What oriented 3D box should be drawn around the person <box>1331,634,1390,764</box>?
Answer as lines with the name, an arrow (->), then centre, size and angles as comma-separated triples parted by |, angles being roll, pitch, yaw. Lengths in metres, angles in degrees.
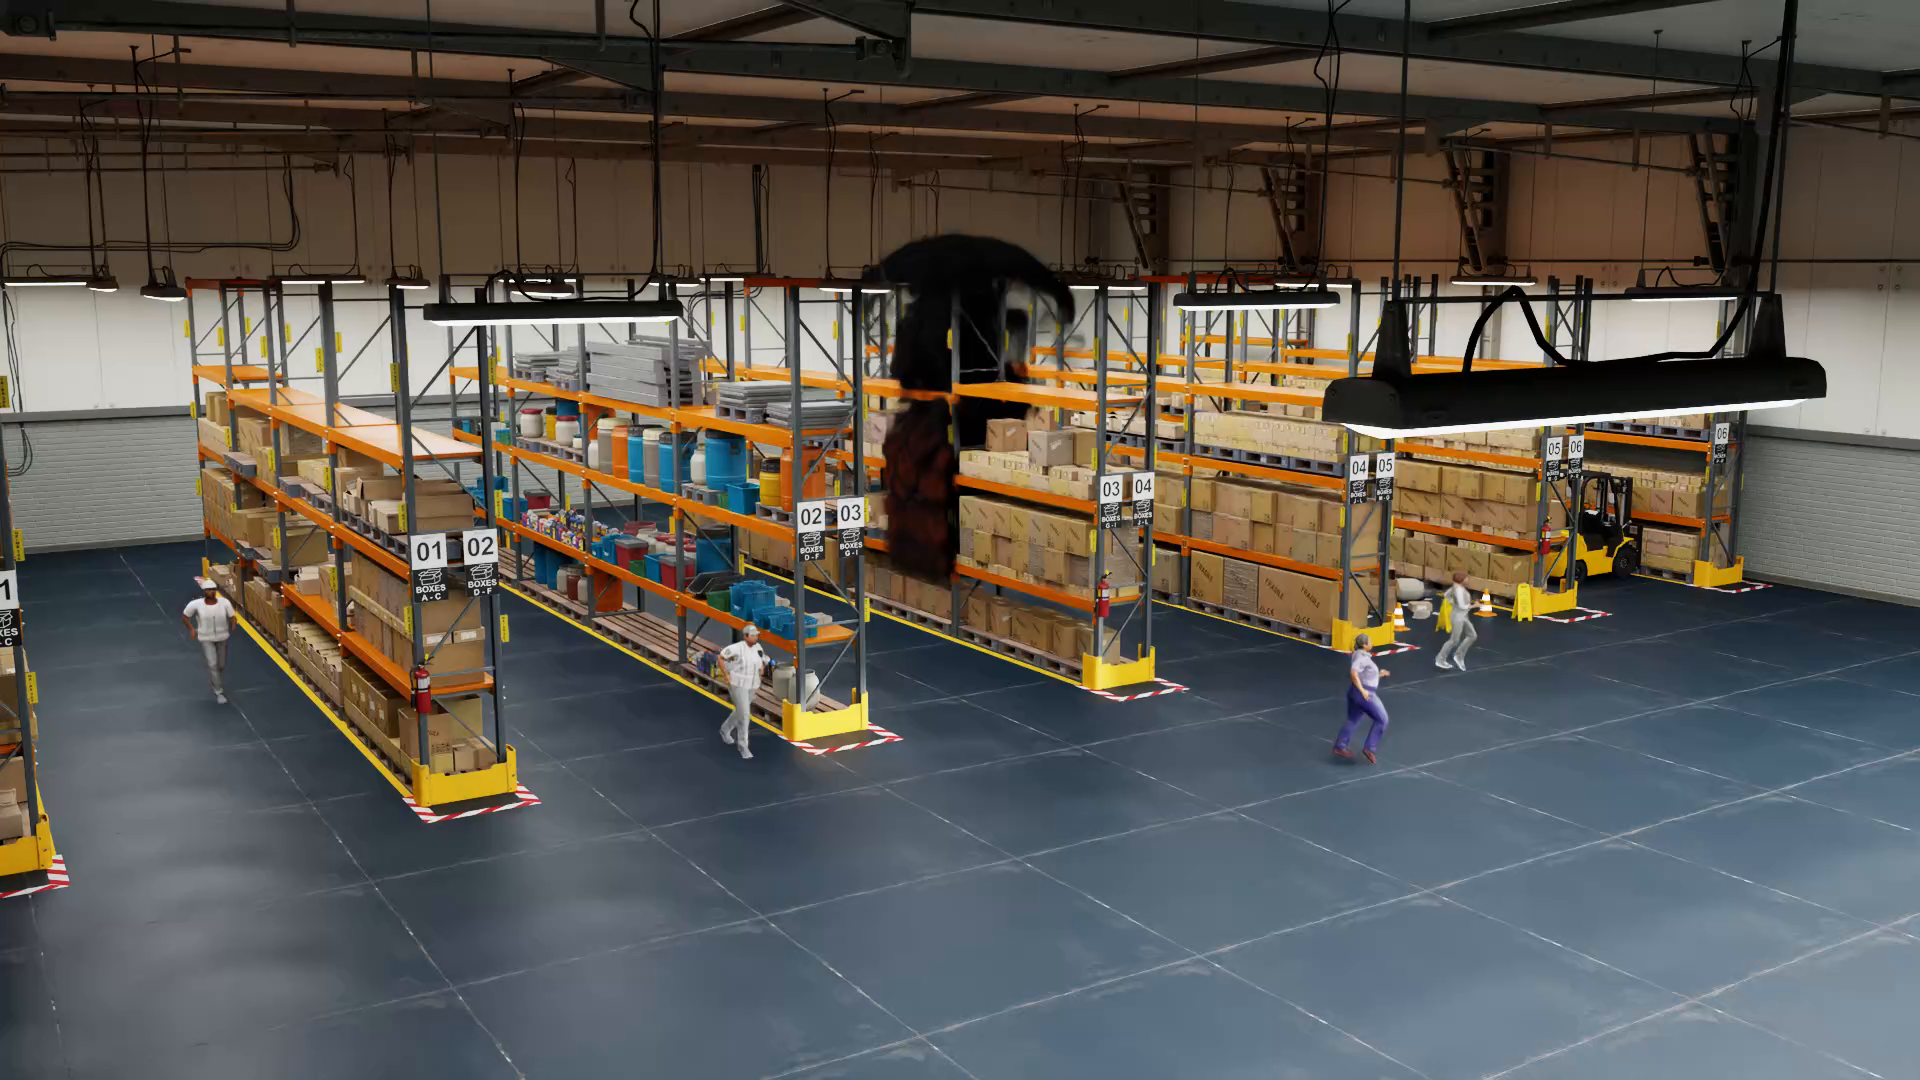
person -> 5.127, 2.020, 21.125 | 0.694, 1.693, 0.574 | -2, 10, -9

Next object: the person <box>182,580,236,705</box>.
person -> -10.858, 1.445, 24.161 | 0.700, 1.769, 0.935 | -7, 12, -38

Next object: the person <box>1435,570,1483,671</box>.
person -> 7.746, 1.256, 25.777 | 0.672, 1.597, 0.508 | 4, 10, 21

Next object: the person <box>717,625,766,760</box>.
person -> -2.814, 1.926, 21.681 | 0.871, 1.681, 0.631 | 9, 13, 42
